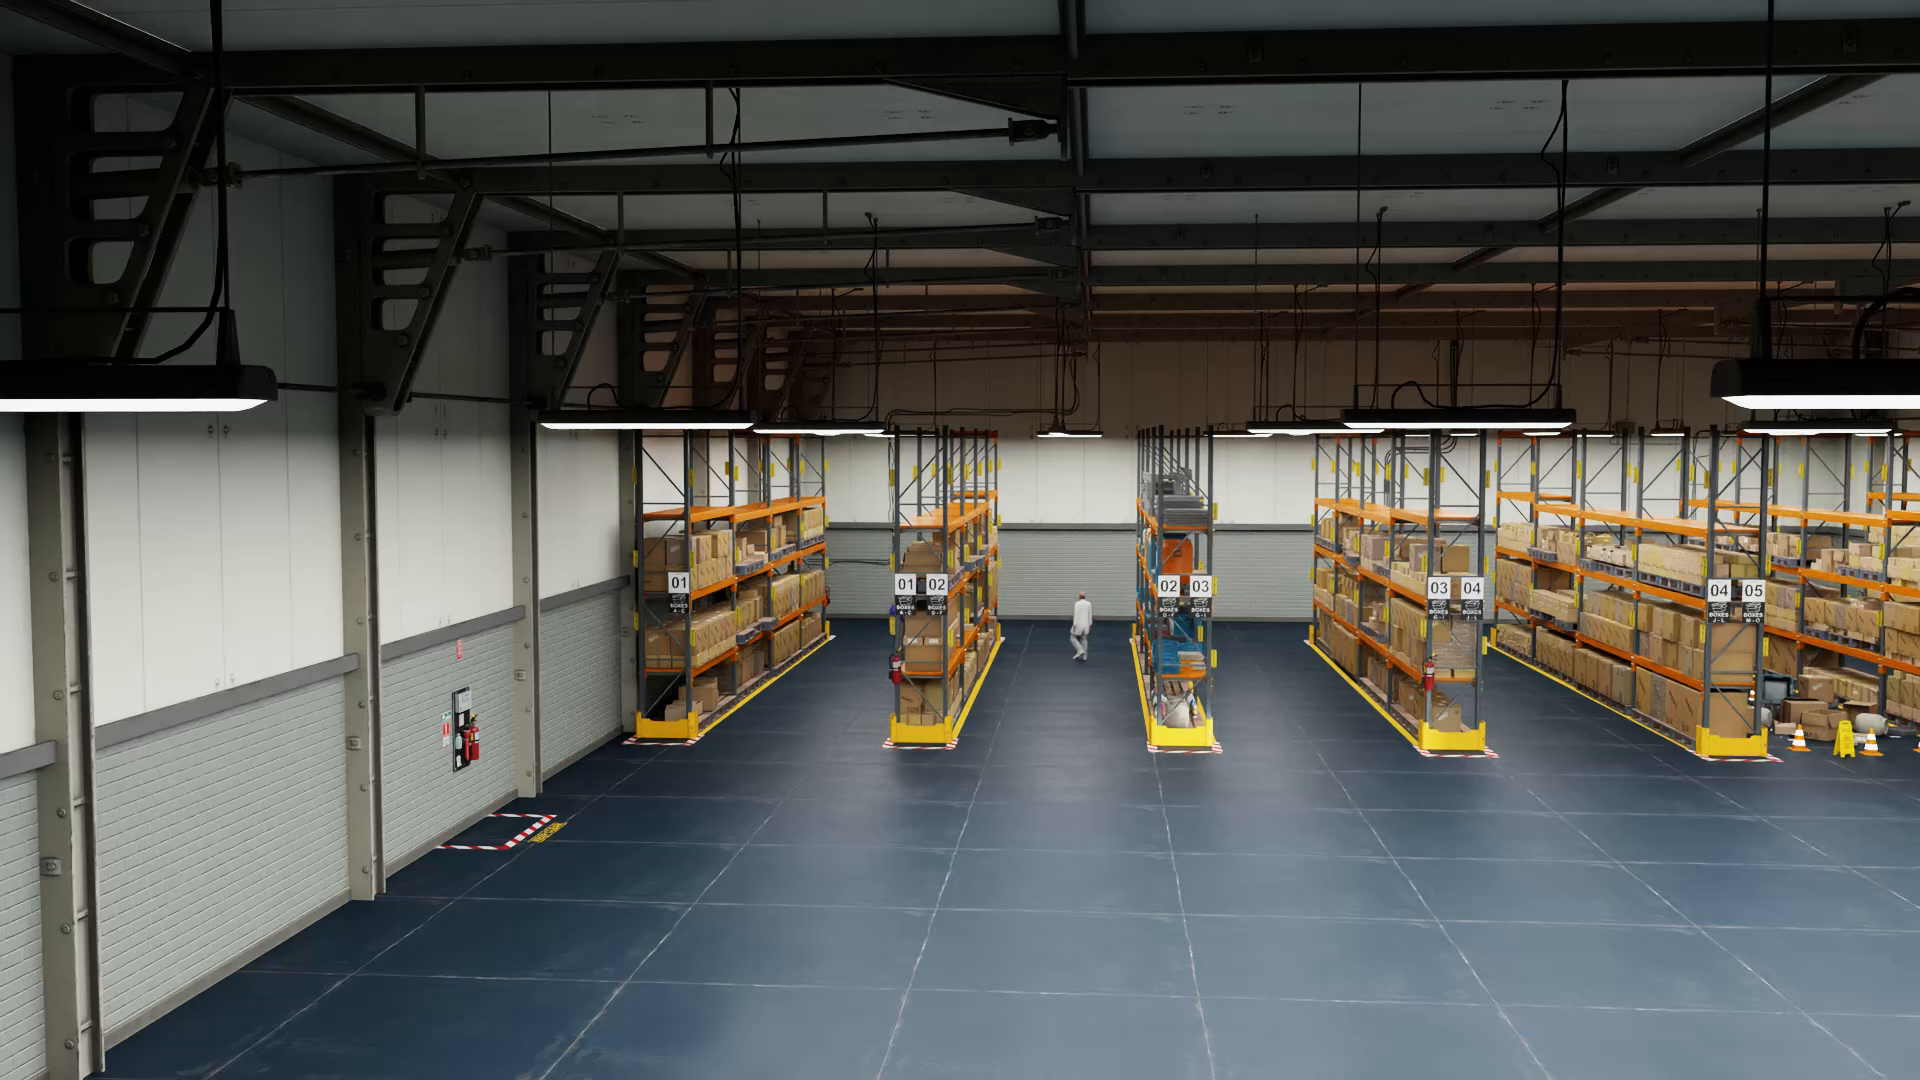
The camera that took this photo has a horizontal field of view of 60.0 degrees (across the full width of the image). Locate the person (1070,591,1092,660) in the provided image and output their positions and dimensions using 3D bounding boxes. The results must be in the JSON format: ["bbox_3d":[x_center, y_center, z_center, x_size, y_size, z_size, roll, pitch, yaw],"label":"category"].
[{"bbox_3d":[3.177,2.228,43.330,0.638,1.779,0.499,-2,4,-35],"label":"person"}]

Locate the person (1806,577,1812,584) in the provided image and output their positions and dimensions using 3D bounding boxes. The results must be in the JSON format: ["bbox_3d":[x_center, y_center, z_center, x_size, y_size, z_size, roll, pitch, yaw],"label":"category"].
[{"bbox_3d":[25.115,1.869,49.373,0.517,1.764,0.623,-1,4,-15],"label":"person"}]

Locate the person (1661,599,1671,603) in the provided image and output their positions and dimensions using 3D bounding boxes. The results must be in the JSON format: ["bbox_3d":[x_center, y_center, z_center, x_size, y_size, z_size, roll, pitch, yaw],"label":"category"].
[{"bbox_3d":[18.184,2.359,42.634,0.497,1.702,0.586,-1,4,-19],"label":"person"}]

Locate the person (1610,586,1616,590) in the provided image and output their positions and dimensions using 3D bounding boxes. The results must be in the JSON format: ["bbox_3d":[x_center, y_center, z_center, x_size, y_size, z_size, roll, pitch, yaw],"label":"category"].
[{"bbox_3d":[18.606,2.086,47.271,0.819,1.564,0.420,0,3,0],"label":"person"}]

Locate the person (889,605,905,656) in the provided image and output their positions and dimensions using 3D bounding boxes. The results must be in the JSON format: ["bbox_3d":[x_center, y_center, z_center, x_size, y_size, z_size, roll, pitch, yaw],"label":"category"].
[{"bbox_3d":[-1.651,2.255,44.216,0.480,1.588,1.051,0,3,3],"label":"person"}]
